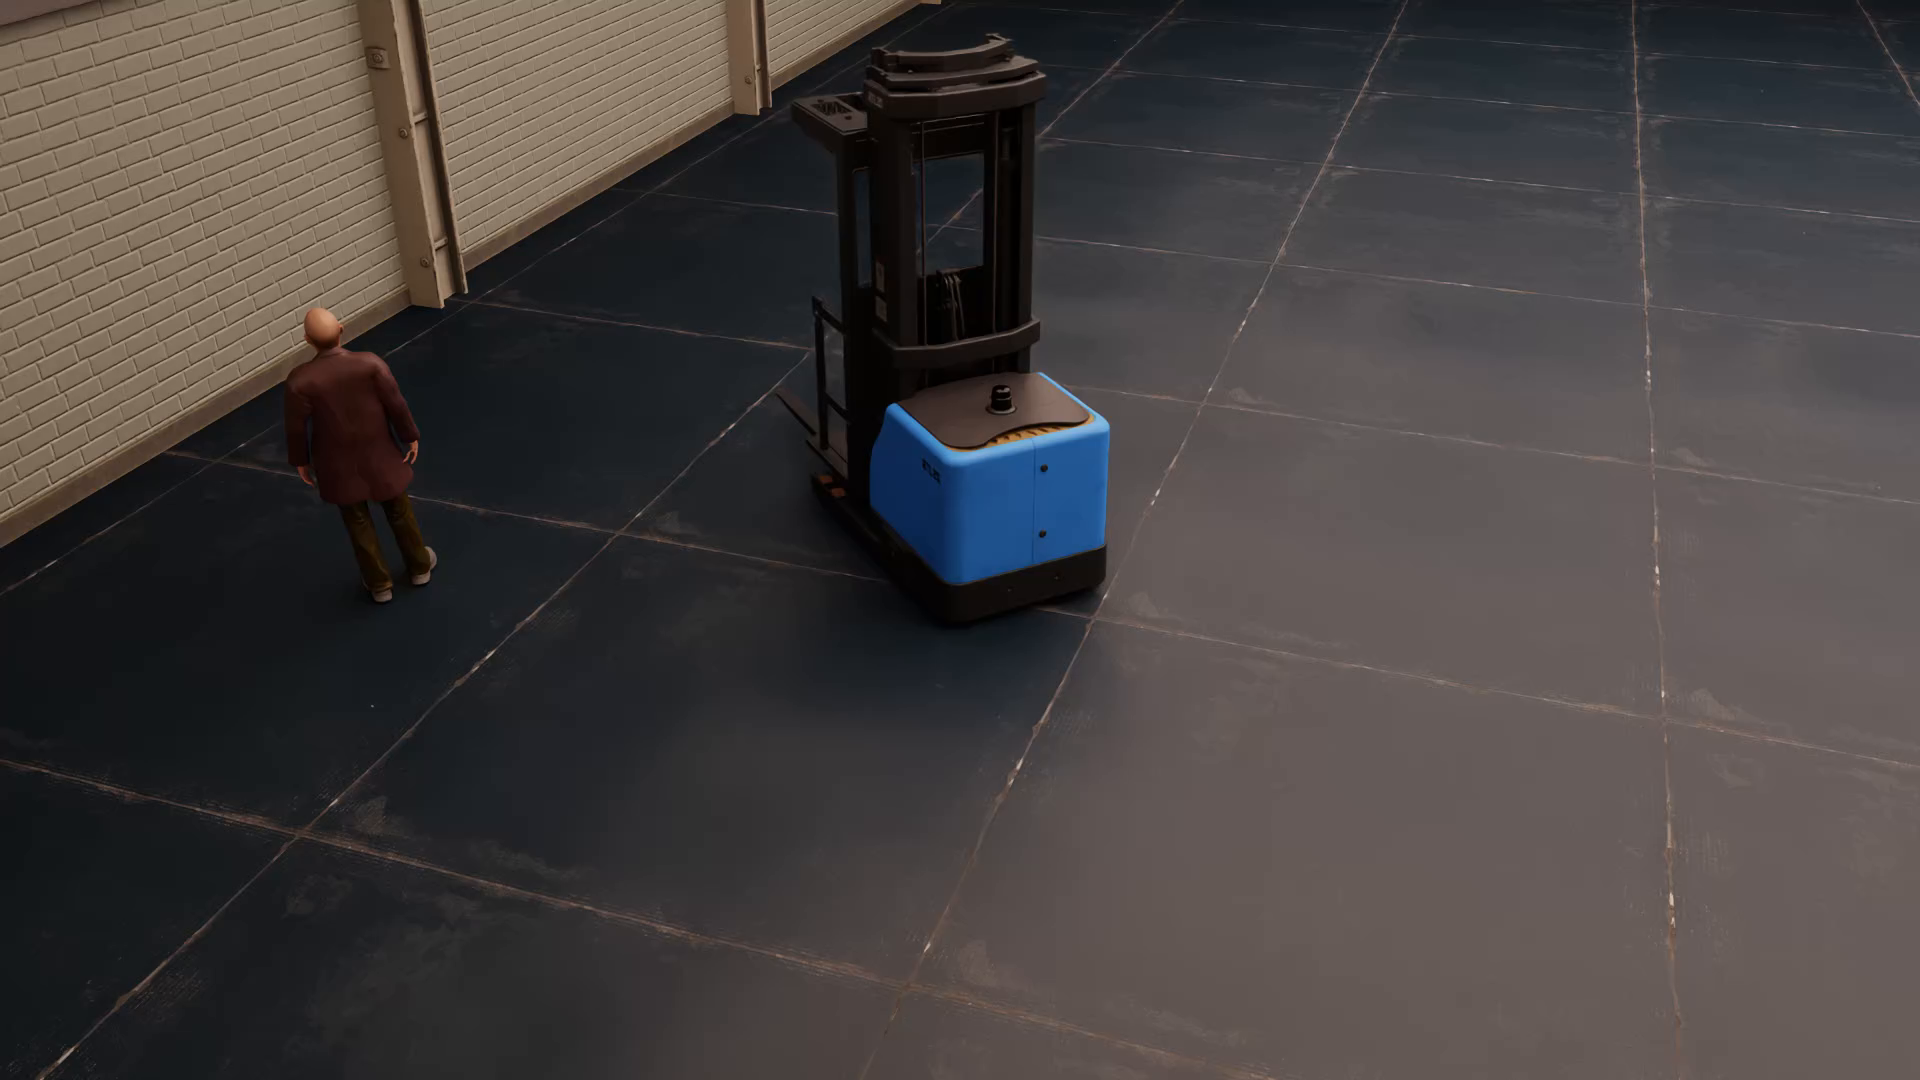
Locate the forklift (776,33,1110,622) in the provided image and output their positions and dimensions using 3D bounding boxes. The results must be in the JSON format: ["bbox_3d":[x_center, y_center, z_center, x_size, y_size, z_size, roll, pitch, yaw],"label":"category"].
[{"bbox_3d":[-0.284,-1.525,9.812,1.130,2.935,3.031,-14,33,-23],"label":"forklift"}]

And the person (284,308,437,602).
[{"bbox_3d":[-3.331,-0.501,9.165,0.695,1.776,0.584,-11,31,-18],"label":"person"}]
